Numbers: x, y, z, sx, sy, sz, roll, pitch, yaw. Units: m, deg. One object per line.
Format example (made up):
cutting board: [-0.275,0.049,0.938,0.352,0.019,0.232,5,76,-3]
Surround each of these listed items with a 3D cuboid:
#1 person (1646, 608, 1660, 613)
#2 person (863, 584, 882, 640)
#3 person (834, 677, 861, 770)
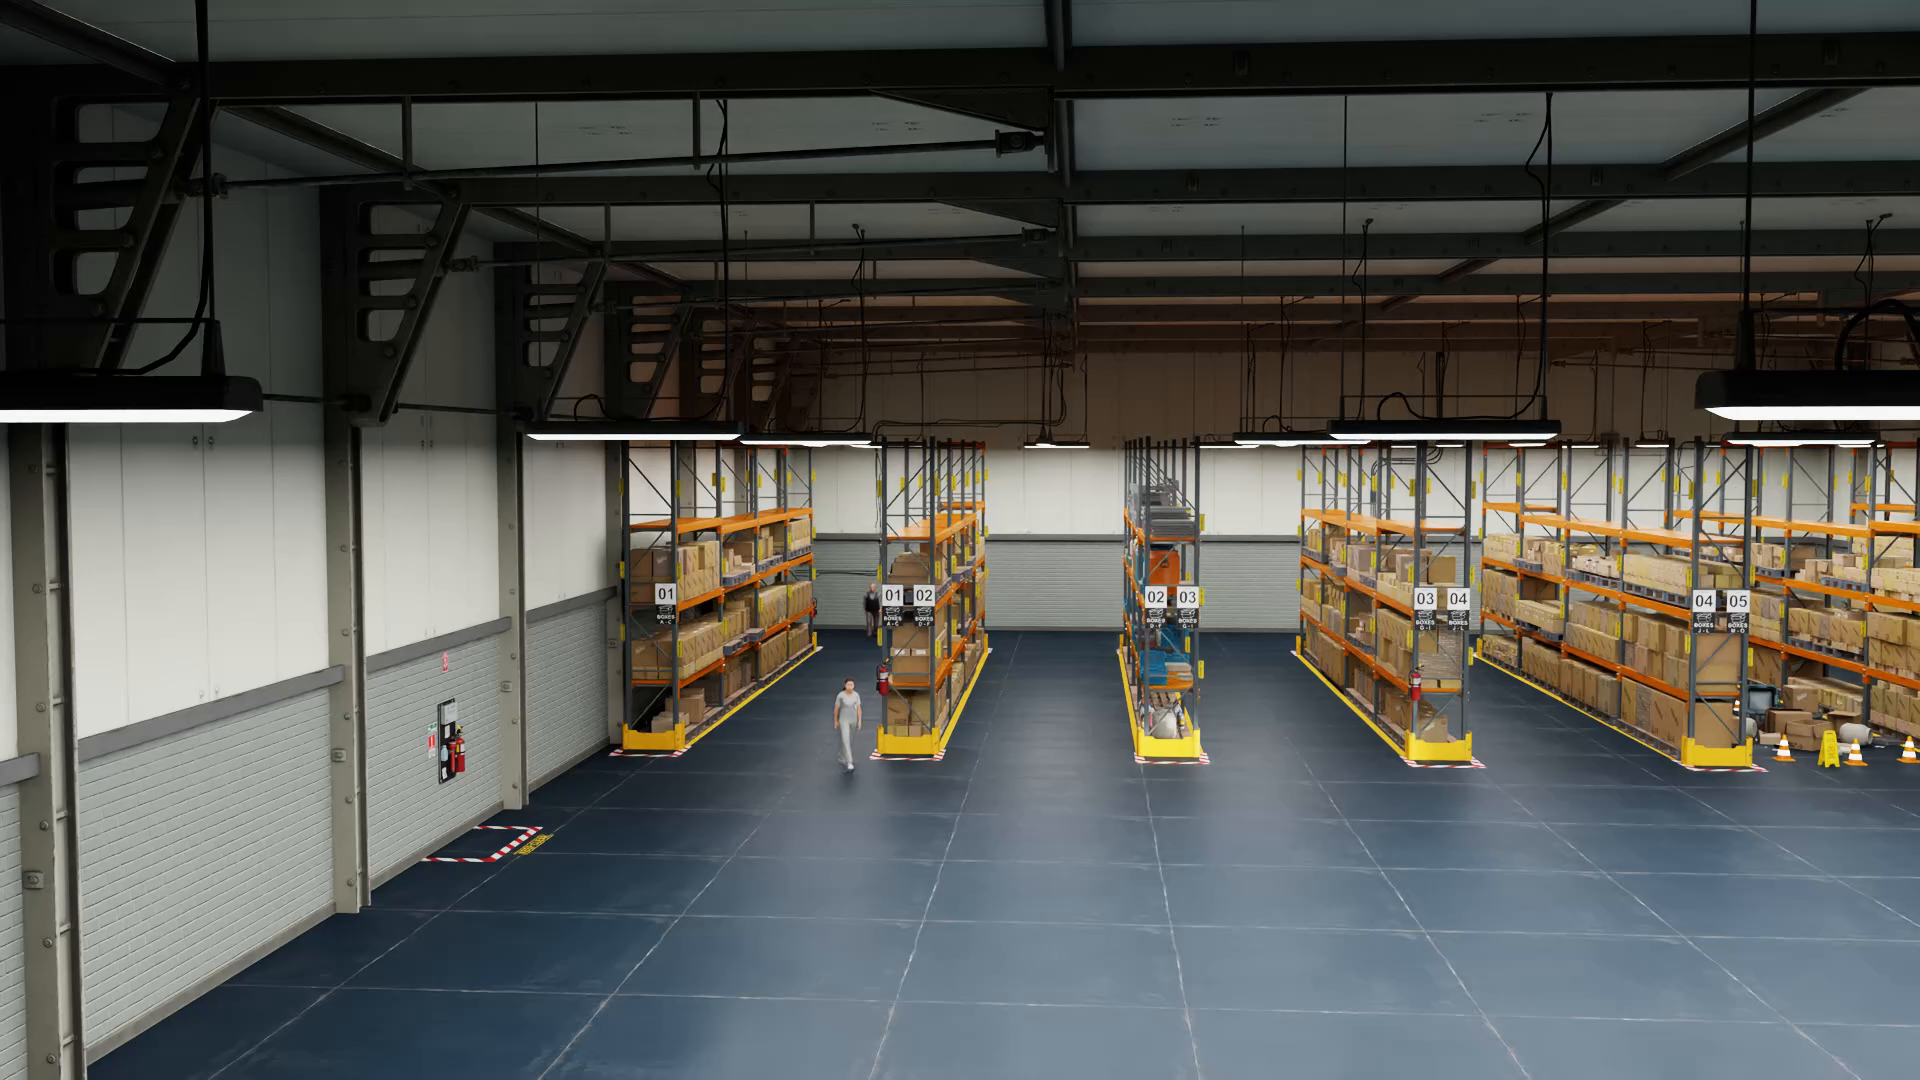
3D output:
person: [20.783,2.221,49.804,0.881,1.648,0.444,-1,3,-22]
person: [-2.663,2.176,50.527,0.590,1.664,1.068,0,3,2]
person: [-2.000,3.280,29.970,0.477,1.615,1.009,-2,4,-31]
